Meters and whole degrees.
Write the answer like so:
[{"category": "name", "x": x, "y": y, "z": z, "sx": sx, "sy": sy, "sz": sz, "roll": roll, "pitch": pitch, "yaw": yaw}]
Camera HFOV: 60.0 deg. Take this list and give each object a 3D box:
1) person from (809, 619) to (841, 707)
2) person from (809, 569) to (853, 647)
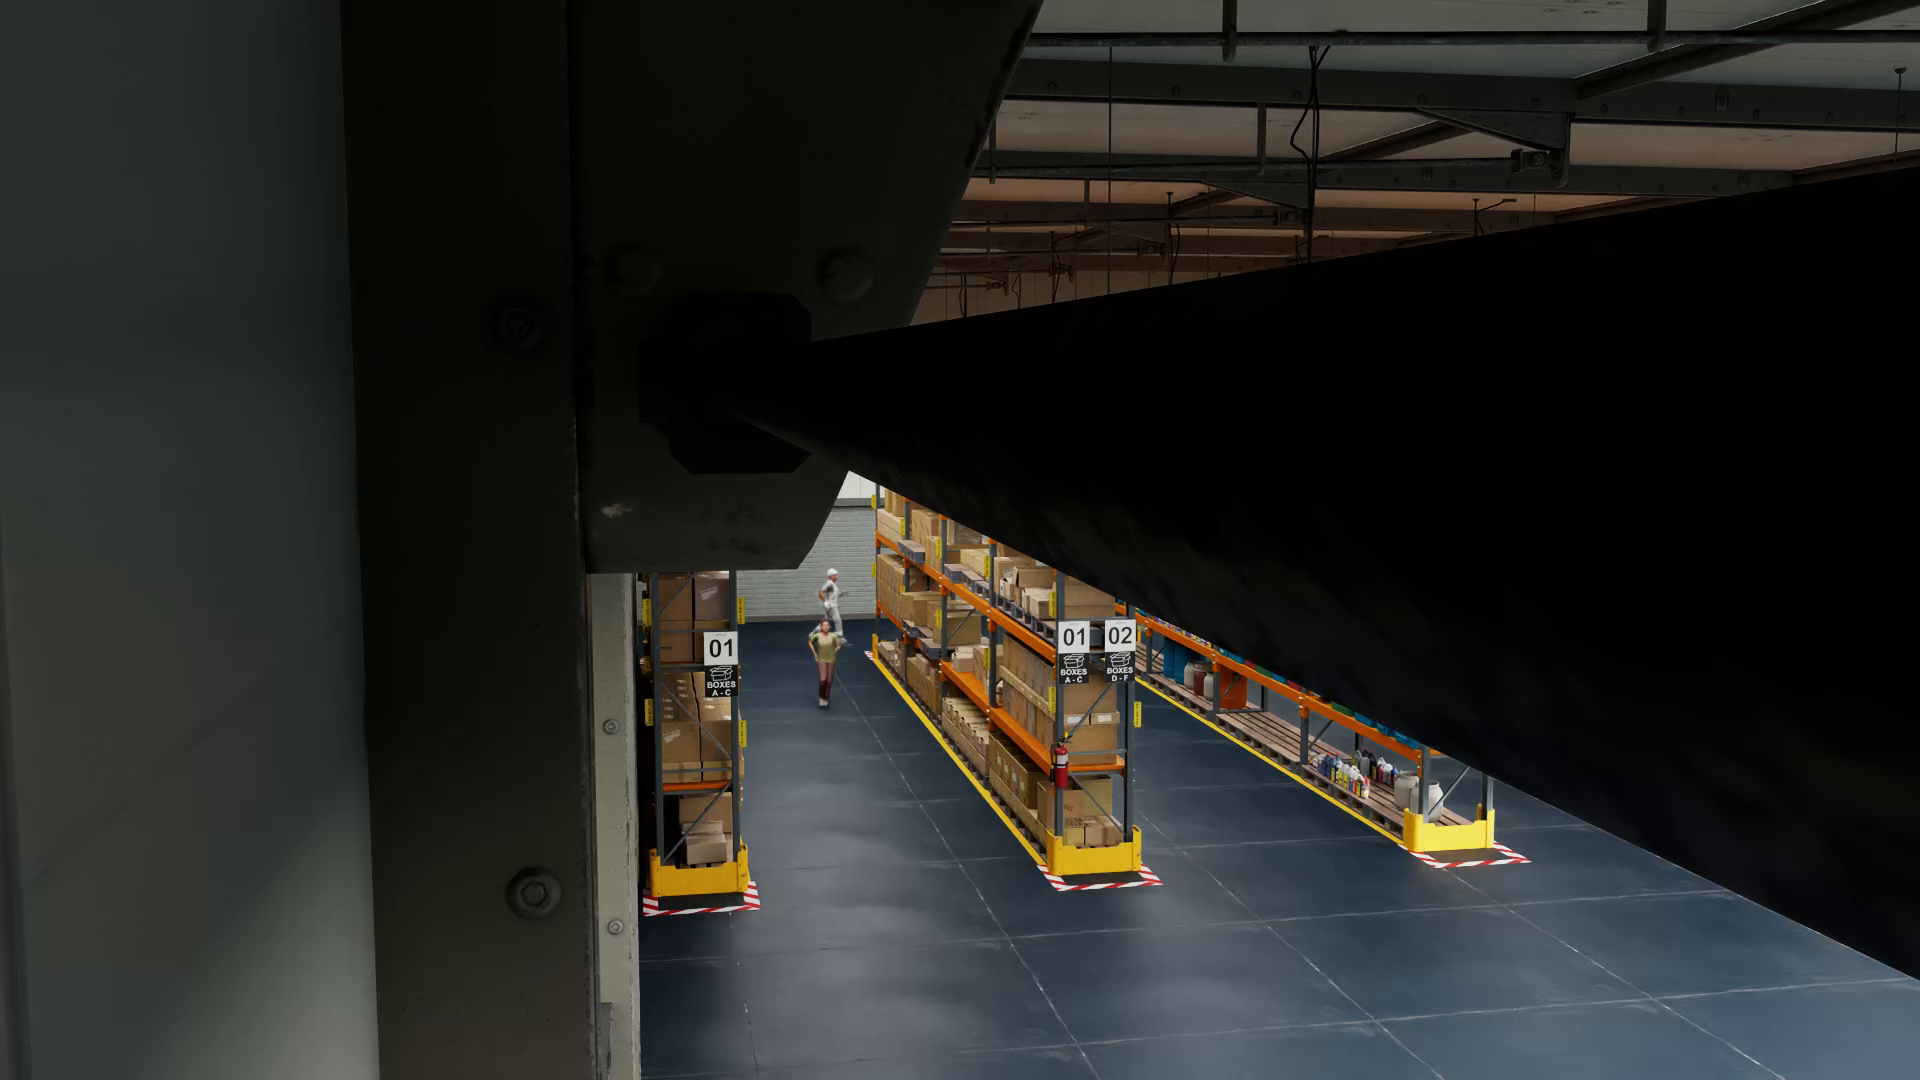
[{"category": "person", "x": -2.527, "y": 2.307, "z": 31.194, "sx": 0.573, "sy": 1.647, "sz": 0.625, "roll": -1, "pitch": 6, "yaw": -12}, {"category": "person", "x": -2.940, "y": 1.534, "z": 37.724, "sx": 1.006, "sy": 1.775, "sz": 0.652, "roll": -1, "pitch": 6, "yaw": -6}]
